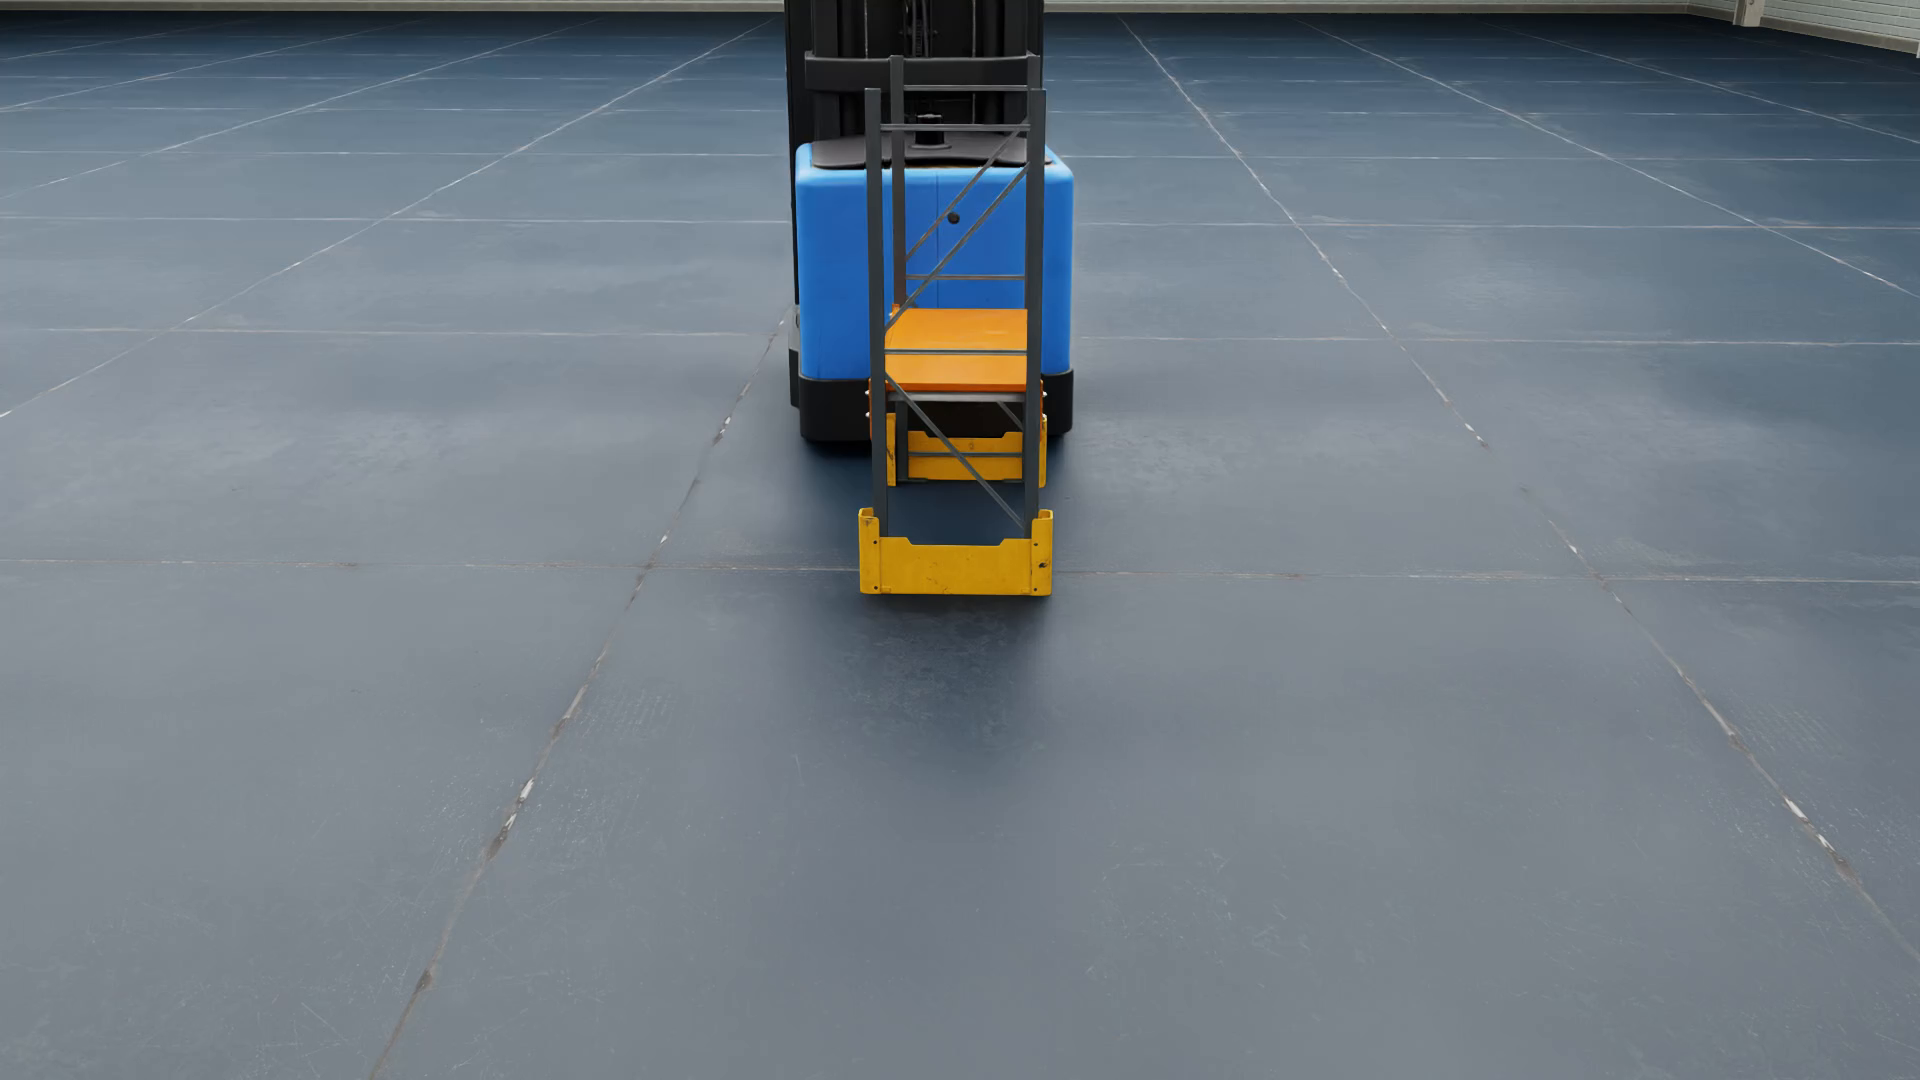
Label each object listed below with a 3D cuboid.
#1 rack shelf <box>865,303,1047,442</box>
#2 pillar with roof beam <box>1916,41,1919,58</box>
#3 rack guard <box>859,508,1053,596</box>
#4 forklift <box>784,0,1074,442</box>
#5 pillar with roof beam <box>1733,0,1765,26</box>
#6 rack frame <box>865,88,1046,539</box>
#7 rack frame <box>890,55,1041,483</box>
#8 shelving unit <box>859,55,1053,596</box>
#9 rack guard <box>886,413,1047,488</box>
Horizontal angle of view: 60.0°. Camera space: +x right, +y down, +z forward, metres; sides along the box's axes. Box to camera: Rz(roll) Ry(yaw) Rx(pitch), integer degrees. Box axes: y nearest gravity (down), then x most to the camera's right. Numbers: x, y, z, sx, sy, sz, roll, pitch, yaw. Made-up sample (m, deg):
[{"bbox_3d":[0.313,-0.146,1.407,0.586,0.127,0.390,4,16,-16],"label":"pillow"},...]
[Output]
[{"bbox_3d":[0.003,-0.562,5.402,0.538,0.185,1.000,1,21,2],"label":"rack shelf"},{"bbox_3d":[8.430,-10.518,20.197,9.100,9.000,0.400,1,21,2],"label":"pillar with roof beam"},{"bbox_3d":[-0.013,0.036,5.091,0.587,0.250,0.087,1,21,2],"label":"rack guard"},{"bbox_3d":[-0.215,-2.230,7.225,1.130,2.935,3.031,-2,21,-5],"label":"forklift"},{"bbox_3d":[8.613,-12.688,25.788,9.100,9.000,0.400,1,21,2],"label":"pillar with roof beam"},{"bbox_3d":[-0.013,-0.546,4.863,0.500,1.500,0.032,1,21,2],"label":"rack frame"},{"bbox_3d":[0.018,-0.914,5.811,0.500,1.500,0.032,1,21,2],"label":"rack frame"},{"bbox_3d":[0.002,-0.727,5.329,0.587,1.500,1.083,1,21,2],"label":"shelving unit"},{"bbox_3d":[0.017,-0.324,6.019,0.587,0.250,0.087,1,21,2],"label":"rack guard"}]
